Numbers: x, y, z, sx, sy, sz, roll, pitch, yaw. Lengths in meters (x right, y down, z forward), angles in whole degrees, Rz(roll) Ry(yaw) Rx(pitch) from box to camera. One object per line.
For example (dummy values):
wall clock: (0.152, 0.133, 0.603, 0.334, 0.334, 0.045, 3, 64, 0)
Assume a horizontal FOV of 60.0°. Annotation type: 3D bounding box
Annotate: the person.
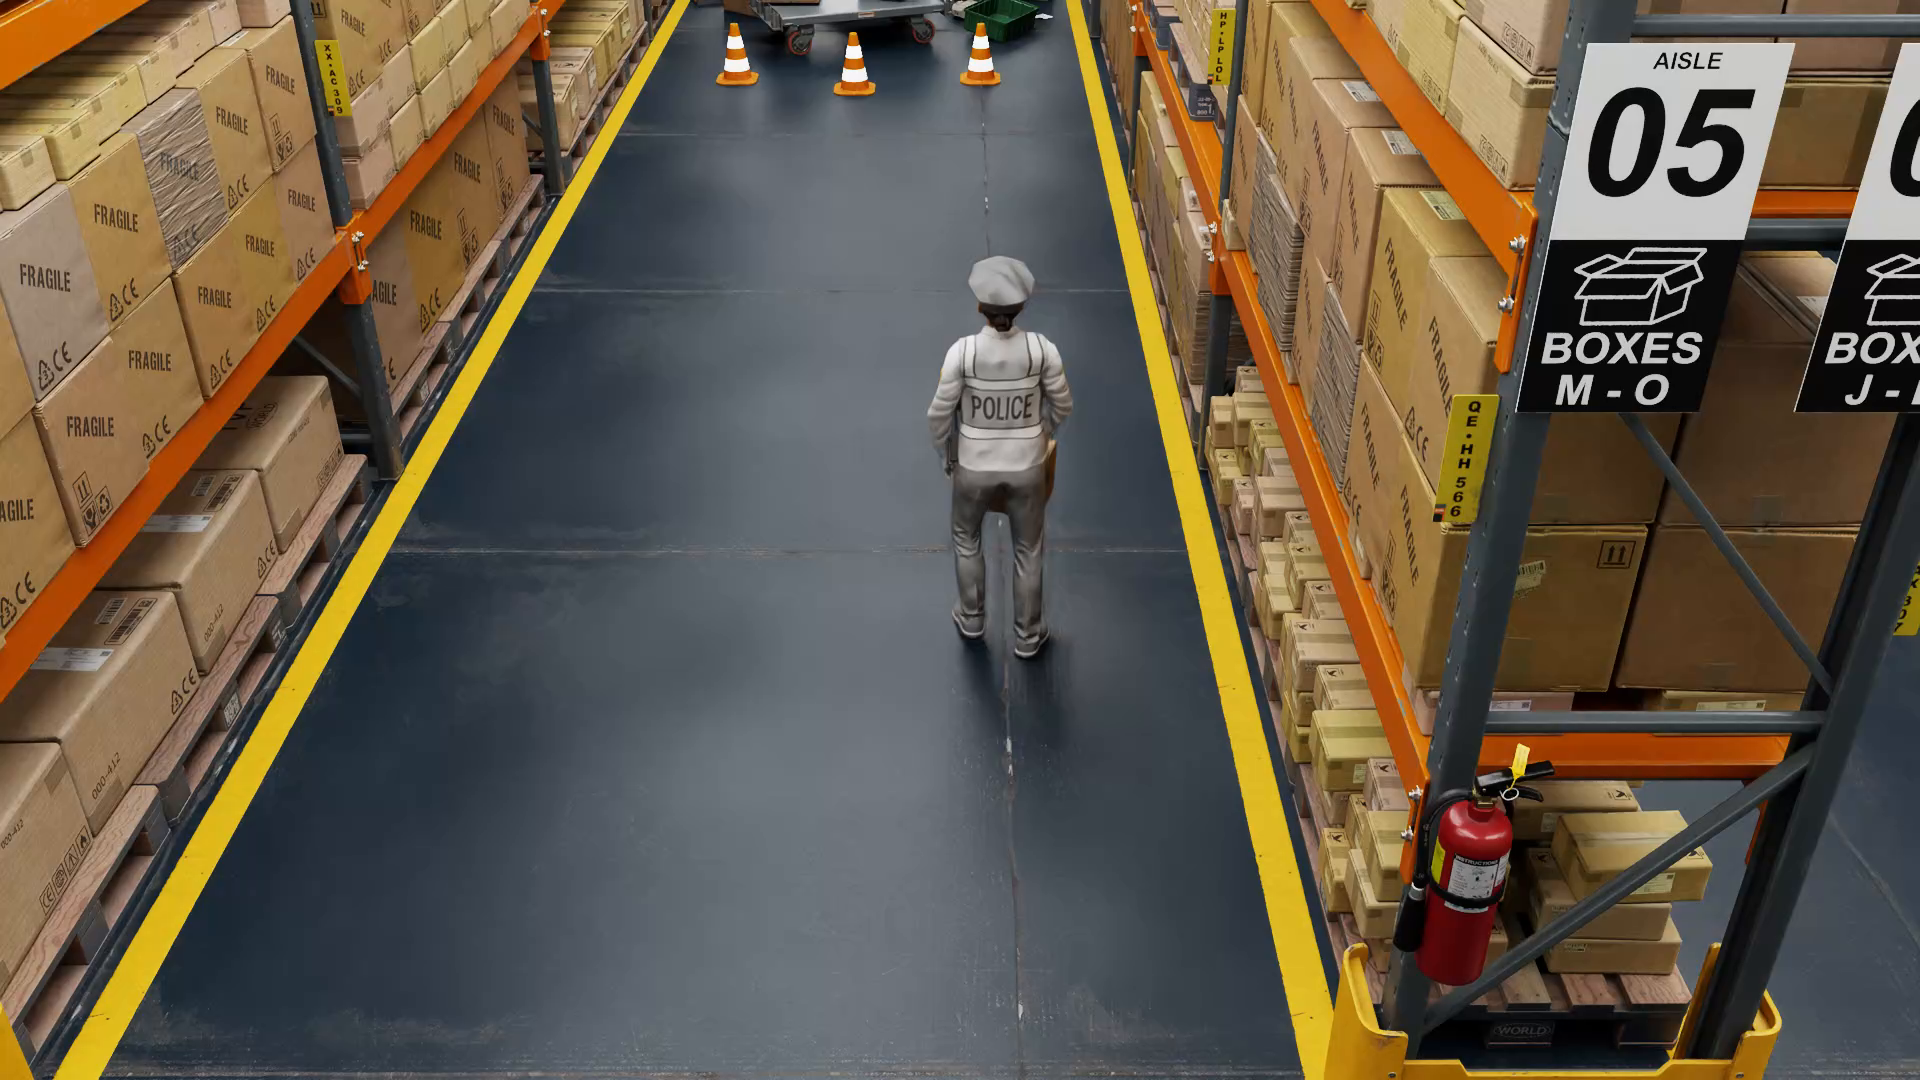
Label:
person: (0.155, -0.326, 6.642, 0.572, 1.685, 0.442, -1, 32, -1)
